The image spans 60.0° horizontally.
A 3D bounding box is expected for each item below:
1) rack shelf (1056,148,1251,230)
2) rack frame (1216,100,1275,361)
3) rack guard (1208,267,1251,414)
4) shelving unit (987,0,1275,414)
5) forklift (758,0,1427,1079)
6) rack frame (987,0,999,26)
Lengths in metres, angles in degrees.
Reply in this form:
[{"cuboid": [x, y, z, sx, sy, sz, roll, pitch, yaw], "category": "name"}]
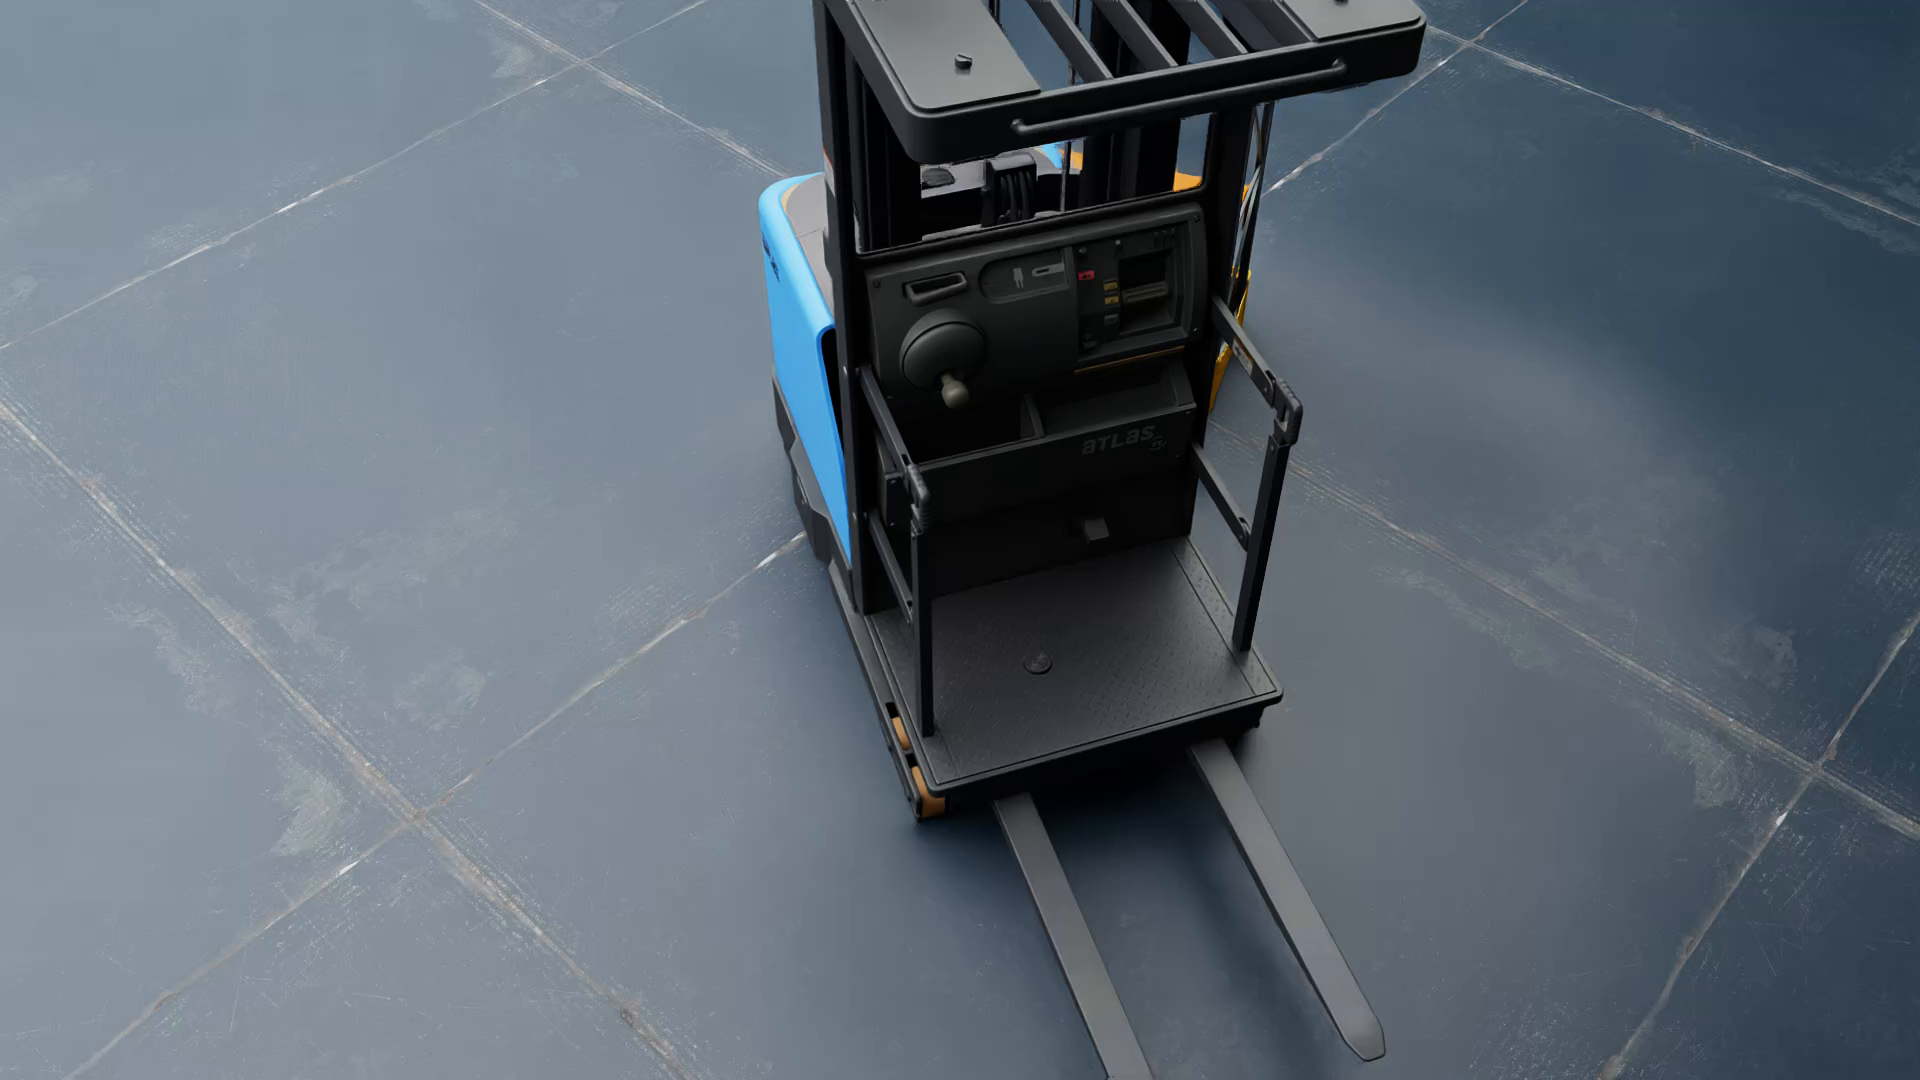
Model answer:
[{"cuboid": [0.522, -1.182, 6.078, 1.000, 0.185, 0.538, 14, 48, 13], "category": "rack shelf"}, {"cuboid": [1.001, -1.181, 5.831, 0.032, 1.500, 0.500, 14, 48, 13], "category": "rack frame"}, {"cuboid": [0.983, -0.758, 6.291, 0.087, 0.250, 0.587, 14, 48, 13], "category": "rack guard"}, {"cuboid": [0.514, -1.307, 5.948, 1.083, 1.500, 0.587, 14, 48, 13], "category": "shelving unit"}, {"cuboid": [0.284, -0.514, 4.222, 1.130, 2.935, 3.031, -14, 48, -13], "category": "forklift"}, {"cuboid": [0.043, -1.428, 6.062, 0.032, 1.500, 0.500, 14, 48, 13], "category": "rack frame"}]
